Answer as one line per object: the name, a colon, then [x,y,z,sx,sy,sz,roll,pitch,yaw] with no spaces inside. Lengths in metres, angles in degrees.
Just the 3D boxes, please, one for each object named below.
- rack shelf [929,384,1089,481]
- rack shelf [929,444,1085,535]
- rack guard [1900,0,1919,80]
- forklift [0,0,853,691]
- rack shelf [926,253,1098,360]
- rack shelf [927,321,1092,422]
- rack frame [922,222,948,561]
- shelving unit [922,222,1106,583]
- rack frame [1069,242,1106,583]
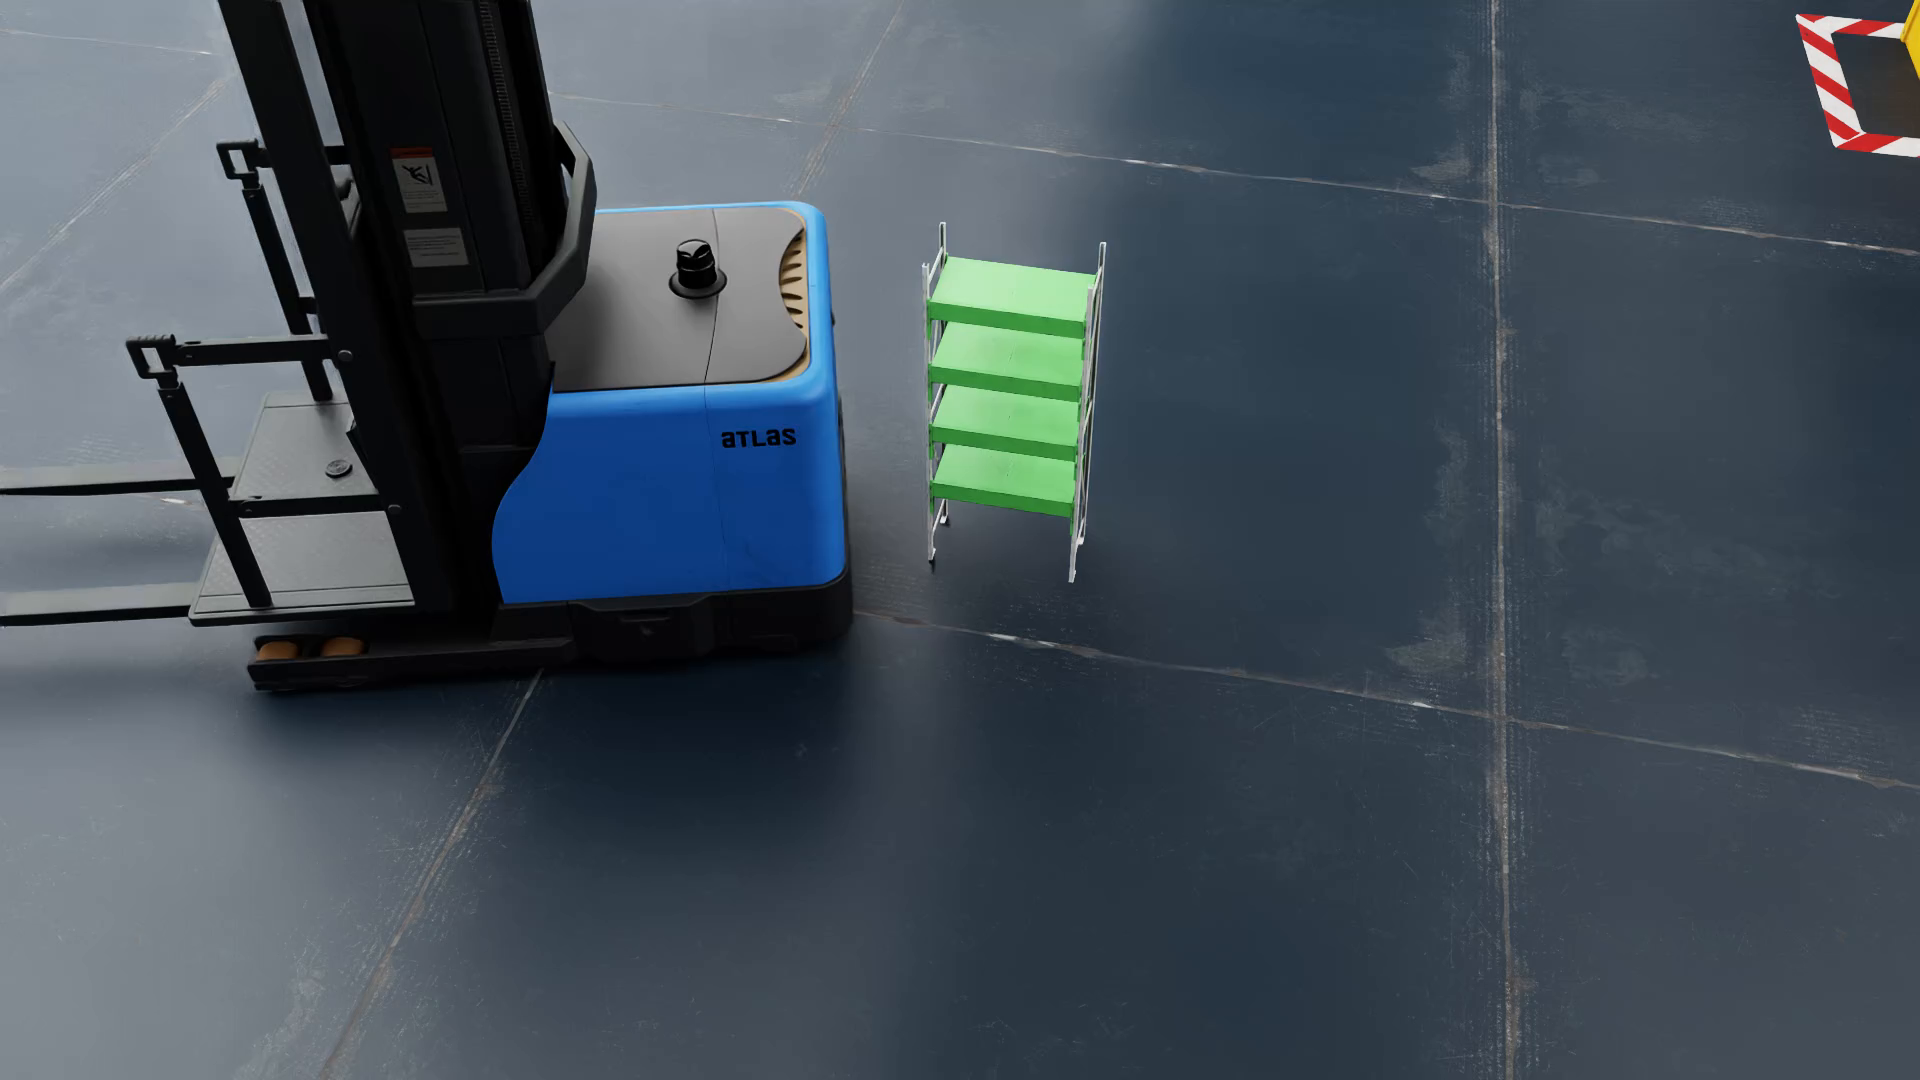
rack shelf: [0.162,-0.361,5.352,0.480,0.148,0.258,9,45,9]
rack shelf: [0.162,-0.188,5.519,0.480,0.148,0.258,9,45,9]
rack guard: [4.797,-2.341,7.822,0.348,0.500,1.175,9,45,9]
forklift: [-1.892,-0.963,4.637,3.031,2.935,1.130,-3,44,-3]
rack shelf: [0.162,-0.707,5.019,0.480,0.148,0.258,9,45,9]
rack shelf: [0.162,-0.534,5.186,0.480,0.148,0.258,9,45,9]
rack frame: [-0.077,-0.444,5.346,0.015,1.200,0.240,9,45,9]
shelving unit: [0.162,-0.407,5.308,0.503,1.200,0.258,9,45,9]
rack frame: [0.400,-0.370,5.269,0.015,1.200,0.240,9,45,9]
